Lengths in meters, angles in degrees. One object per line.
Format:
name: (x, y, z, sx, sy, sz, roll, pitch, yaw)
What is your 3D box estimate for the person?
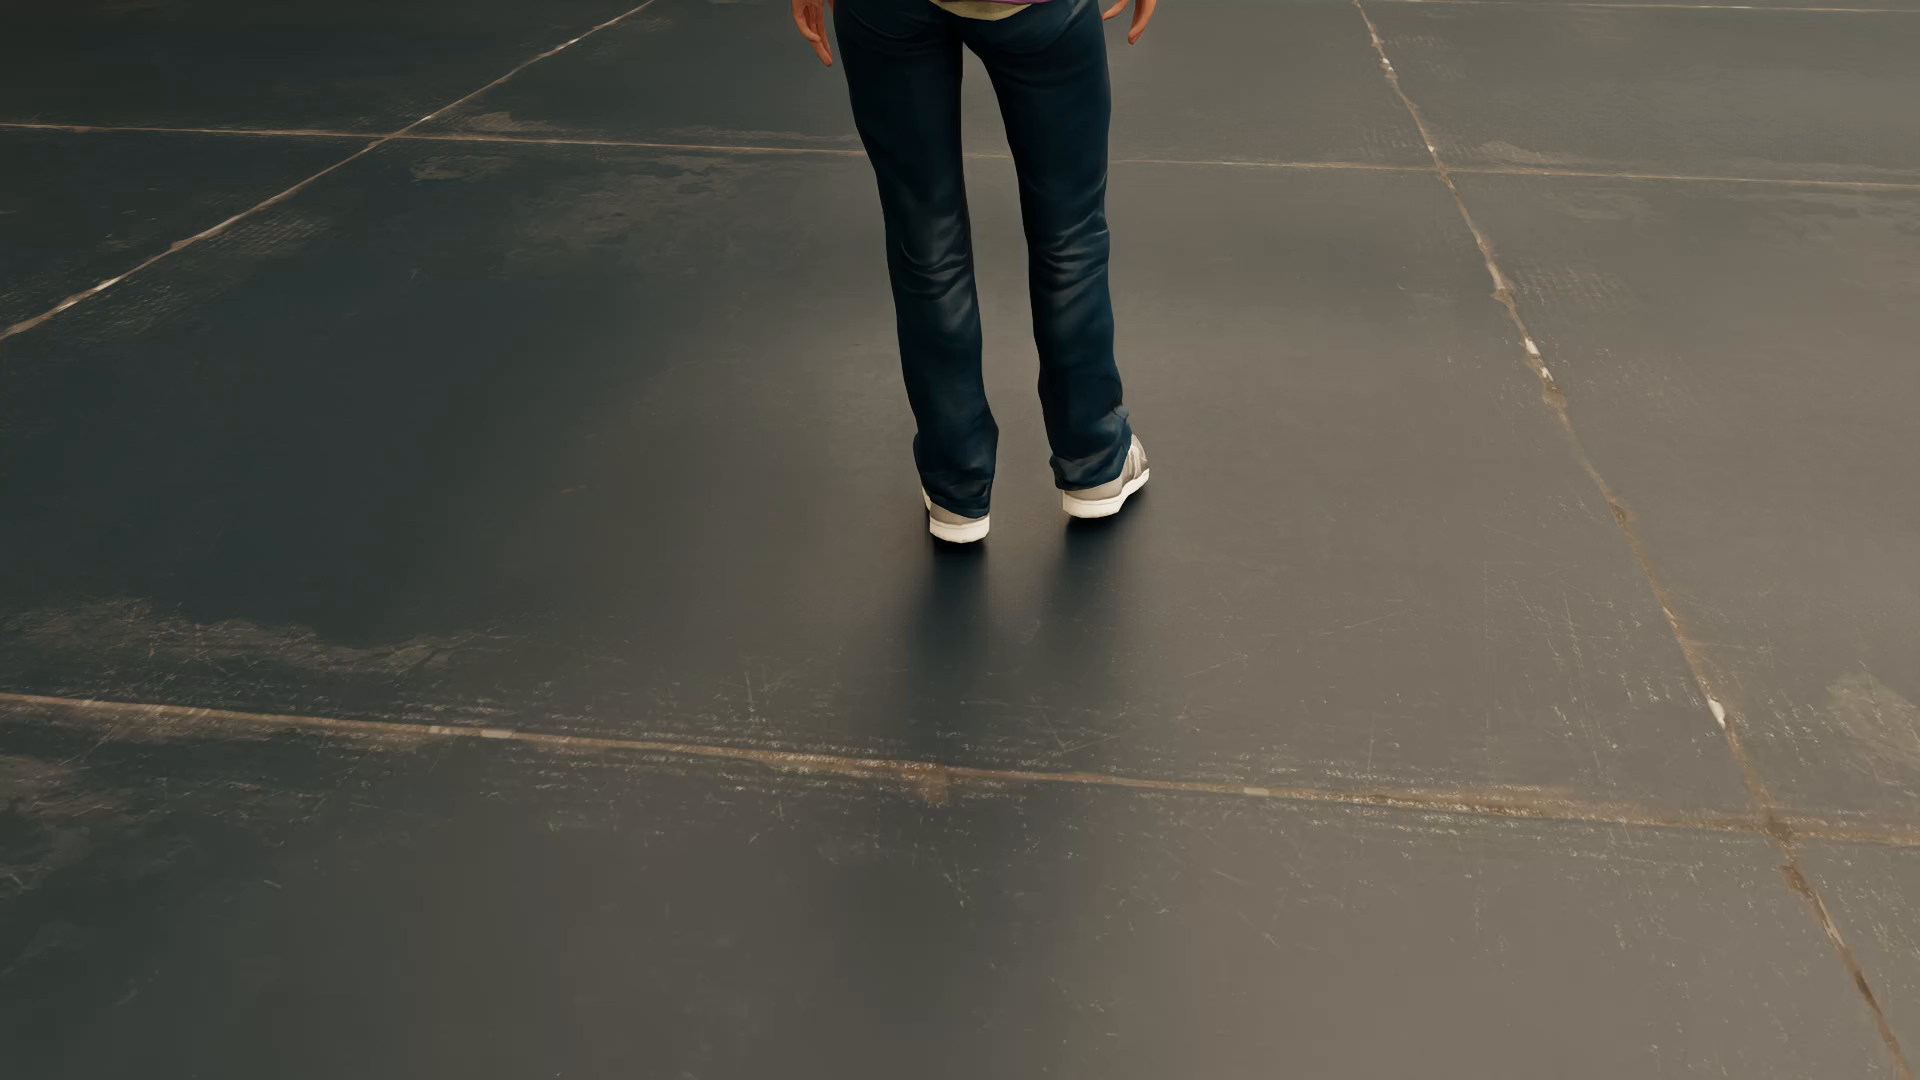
person: (0.024, -0.753, 2.204, 0.520, 1.597, 0.476, 3, 27, 7)
